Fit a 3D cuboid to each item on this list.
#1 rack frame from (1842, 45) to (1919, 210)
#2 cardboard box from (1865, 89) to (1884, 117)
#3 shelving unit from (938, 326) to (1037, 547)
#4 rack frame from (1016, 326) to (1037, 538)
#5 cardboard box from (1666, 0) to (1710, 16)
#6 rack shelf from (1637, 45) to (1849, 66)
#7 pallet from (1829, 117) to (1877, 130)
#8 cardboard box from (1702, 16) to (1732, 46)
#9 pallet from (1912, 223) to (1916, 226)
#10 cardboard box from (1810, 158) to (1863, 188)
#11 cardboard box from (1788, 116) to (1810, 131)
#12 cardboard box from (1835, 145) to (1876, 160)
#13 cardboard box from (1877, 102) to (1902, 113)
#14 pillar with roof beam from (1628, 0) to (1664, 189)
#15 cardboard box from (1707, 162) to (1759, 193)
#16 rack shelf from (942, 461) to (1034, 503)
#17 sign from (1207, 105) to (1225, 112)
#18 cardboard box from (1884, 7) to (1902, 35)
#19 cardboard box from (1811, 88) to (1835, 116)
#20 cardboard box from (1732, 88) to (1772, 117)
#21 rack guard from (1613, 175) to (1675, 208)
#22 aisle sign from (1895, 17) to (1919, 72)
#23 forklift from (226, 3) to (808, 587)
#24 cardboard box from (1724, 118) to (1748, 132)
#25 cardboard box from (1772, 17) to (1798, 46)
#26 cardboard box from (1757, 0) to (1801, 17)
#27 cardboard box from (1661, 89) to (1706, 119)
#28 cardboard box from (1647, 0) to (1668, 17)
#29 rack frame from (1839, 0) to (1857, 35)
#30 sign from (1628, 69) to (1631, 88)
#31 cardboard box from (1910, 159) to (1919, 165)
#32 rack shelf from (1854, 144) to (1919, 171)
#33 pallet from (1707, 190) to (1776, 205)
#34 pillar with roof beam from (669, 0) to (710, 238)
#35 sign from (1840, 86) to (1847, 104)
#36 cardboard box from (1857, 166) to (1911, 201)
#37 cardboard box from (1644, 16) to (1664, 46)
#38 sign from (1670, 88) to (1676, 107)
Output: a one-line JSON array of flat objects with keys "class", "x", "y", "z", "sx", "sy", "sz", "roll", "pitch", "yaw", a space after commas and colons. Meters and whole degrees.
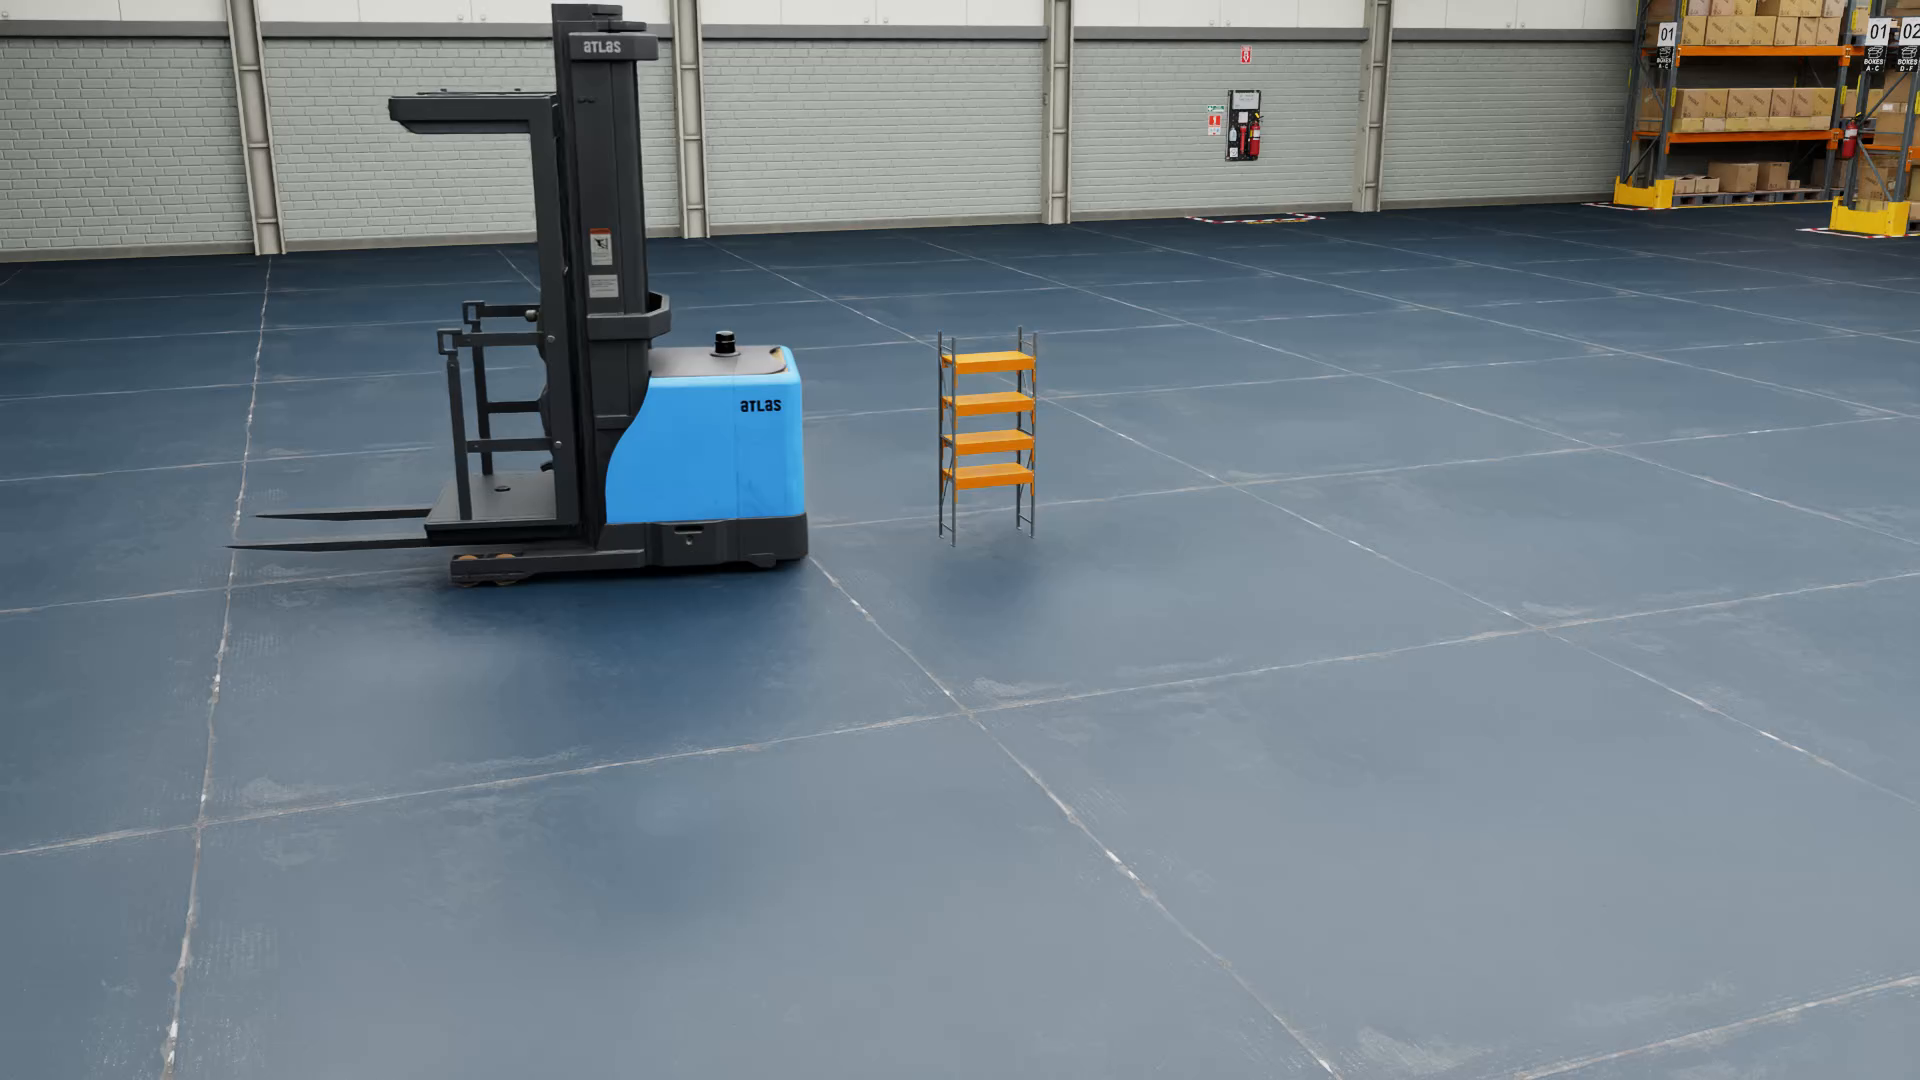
[{"class": "rack frame", "x": 14.210, "y": -6.266, "z": 25.611, "sx": 0.127, "sy": 3.000, "sz": 1.000, "roll": -6, "pitch": 17, "yaw": -20}, {"class": "cardboard box", "x": 17.181, "y": -8.328, "z": 31.675, "sx": 0.500, "sy": 0.500, "sz": 0.700, "roll": -4, "pitch": 17, "yaw": -14}, {"class": "shelving unit", "x": 0.155, "y": -0.592, "z": 9.486, "sx": 0.503, "sy": 1.200, "sz": 0.258, "roll": -6, "pitch": 17, "yaw": -20}, {"class": "rack frame", "x": 0.382, "y": -0.617, "z": 9.570, "sx": 0.015, "sy": 1.200, "sz": 0.240, "roll": -6, "pitch": 17, "yaw": -20}, {"class": "cardboard box", "x": 12.880, "y": -9.520, "z": 29.382, "sx": 0.500, "sy": 0.500, "sz": 0.500, "roll": -8, "pitch": 18, "yaw": -24}, {"class": "rack shelf", "x": 14.301, "y": -8.864, "z": 30.414, "sx": 4.000, "sy": 0.370, "sz": 1.077, "roll": -6, "pitch": 17, "yaw": -20}, {"class": "pallet", "x": 16.935, "y": -7.919, "z": 31.581, "sx": 1.213, "sy": 0.211, "sz": 1.003, "roll": -6, "pitch": 17, "yaw": -20}, {"class": "cardboard box", "x": 13.350, "y": -9.078, "z": 29.652, "sx": 0.500, "sy": 0.500, "sz": 0.500, "roll": -5, "pitch": 17, "yaw": -16}, {"class": "pallet", "x": 16.046, "y": -5.138, "z": 26.719, "sx": 1.213, "sy": 0.211, "sz": 1.003, "roll": -6, "pitch": 17, "yaw": -20}, {"class": "cardboard box", "x": 16.850, "y": -7.062, "z": 31.979, "sx": 0.500, "sy": 0.500, "sz": 0.700, "roll": -6, "pitch": 17, "yaw": -18}, {"class": "cardboard box", "x": 15.367, "y": -7.734, "z": 30.842, "sx": 0.500, "sy": 0.250, "sz": 0.500, "roll": -6, "pitch": 17, "yaw": -20}, {"class": "cardboard box", "x": 17.260, "y": -7.467, "z": 32.028, "sx": 0.500, "sy": 0.250, "sz": 0.500, "roll": -7, "pitch": 18, "yaw": -21}, {"class": "cardboard box", "x": 14.498, "y": -6.714, "z": 25.808, "sx": 0.250, "sy": 0.149, "sz": 0.380, "roll": -6, "pitch": 18, "yaw": -21}, {"class": "pillar with roof beam", "x": 14.318, "y": -9.613, "z": 26.361, "sx": 0.400, "sy": 9.000, "sz": 9.100, "roll": -6, "pitch": 17, "yaw": -20}, {"class": "cardboard box", "x": 14.347, "y": -6.745, "z": 30.898, "sx": 0.500, "sy": 0.500, "sz": 0.700, "roll": -7, "pitch": 18, "yaw": -24}, {"class": "rack shelf", "x": 0.155, "y": -0.337, "z": 9.561, "sx": 0.480, "sy": 0.148, "sz": 0.258, "roll": -6, "pitch": 17, "yaw": -20}, {"class": "sign", "x": 4.308, "y": -7.264, "z": 28.006, "sx": 0.331, "sy": 0.109, "sz": 0.001, "roll": -6, "pitch": 17, "yaw": -20}, {"class": "cardboard box", "x": 17.860, "y": -9.819, "z": 31.465, "sx": 0.500, "sy": 0.500, "sz": 0.500, "roll": -7, "pitch": 18, "yaw": -22}, {"class": "cardboard box", "x": 15.838, "y": -8.140, "z": 30.895, "sx": 0.500, "sy": 0.500, "sz": 0.500, "roll": -6, "pitch": 17, "yaw": -20}, {"class": "cardboard box", "x": 14.415, "y": -7.988, "z": 30.376, "sx": 0.500, "sy": 0.500, "sz": 0.500, "roll": -6, "pitch": 17, "yaw": -18}, {"class": "rack guard", "x": 12.505, "y": -6.377, "z": 30.426, "sx": 0.348, "sy": 0.500, "sz": 1.175, "roll": -6, "pitch": 17, "yaw": -20}, {"class": "aisle sign", "x": 14.258, "y": -7.426, "z": 24.948, "sx": 0.004, "sy": 0.787, "sz": 0.394, "roll": -6, "pitch": 17, "yaw": -20}, {"class": "forklift", "x": -2.393, "y": -1.317, "z": 8.882, "sx": 3.031, "sy": 2.935, "sz": 1.130, "roll": -3, "pitch": 17, "yaw": -9}, {"class": "cardboard box", "x": 13.961, "y": -7.578, "z": 30.310, "sx": 0.500, "sy": 0.250, "sz": 0.500, "roll": -6, "pitch": 18, "yaw": -21}, {"class": "cardboard box", "x": 14.805, "y": -9.239, "z": 30.201, "sx": 0.500, "sy": 0.500, "sz": 0.500, "roll": -7, "pitch": 18, "yaw": -22}, {"class": "cardboard box", "x": 14.806, "y": -9.713, "z": 30.040, "sx": 0.500, "sy": 0.500, "sz": 0.500, "roll": -7, "pitch": 18, "yaw": -22}, {"class": "cardboard box", "x": 12.987, "y": -7.835, "z": 29.855, "sx": 0.500, "sy": 0.500, "sz": 0.500, "roll": -6, "pitch": 17, "yaw": -20}, {"class": "cardboard box", "x": 12.743, "y": -9.657, "z": 29.850, "sx": 0.500, "sy": 0.500, "sz": 0.500, "roll": -5, "pitch": 17, "yaw": -18}, {"class": "rack frame", "x": 16.169, "y": -10.850, "z": 30.576, "sx": 0.127, "sy": 3.000, "sz": 1.000, "roll": -6, "pitch": 17, "yaw": -20}, {"class": "sign", "x": 12.254, "y": -8.424, "z": 30.345, "sx": 0.005, "sy": 0.325, "sz": 0.100, "roll": -6, "pitch": 17, "yaw": -20}, {"class": "cardboard box", "x": 18.274, "y": -7.222, "z": 32.522, "sx": 0.500, "sy": 0.500, "sz": 0.700, "roll": -6, "pitch": 17, "yaw": -20}, {"class": "rack shelf", "x": 16.077, "y": -6.122, "z": 26.399, "sx": 4.000, "sy": 0.370, "sz": 1.077, "roll": -6, "pitch": 17, "yaw": -20}, {"class": "pallet", "x": 14.413, "y": -6.433, "z": 31.130, "sx": 1.213, "sy": 0.211, "sz": 1.003, "roll": -6, "pitch": 17, "yaw": -20}, {"class": "pillar with roof beam", "x": -2.490, "y": -7.798, "z": 20.181, "sx": 0.400, "sy": 9.000, "sz": 9.100, "roll": -6, "pitch": 17, "yaw": -20}, {"class": "sign", "x": 16.370, "y": -8.245, "z": 30.816, "sx": 0.005, "sy": 0.325, "sz": 0.100, "roll": -6, "pitch": 17, "yaw": -20}, {"class": "cardboard box", "x": 14.604, "y": -5.640, "z": 26.284, "sx": 0.500, "sy": 0.500, "sz": 0.500, "roll": -6, "pitch": 17, "yaw": -20}, {"class": "cardboard box", "x": 12.733, "y": -9.174, "z": 29.979, "sx": 0.500, "sy": 0.500, "sz": 0.500, "roll": -5, "pitch": 17, "yaw": -16}, {"class": "sign", "x": 12.628, "y": -7.841, "z": 29.440, "sx": 0.005, "sy": 0.325, "sz": 0.100, "roll": -6, "pitch": 17, "yaw": -20}]
